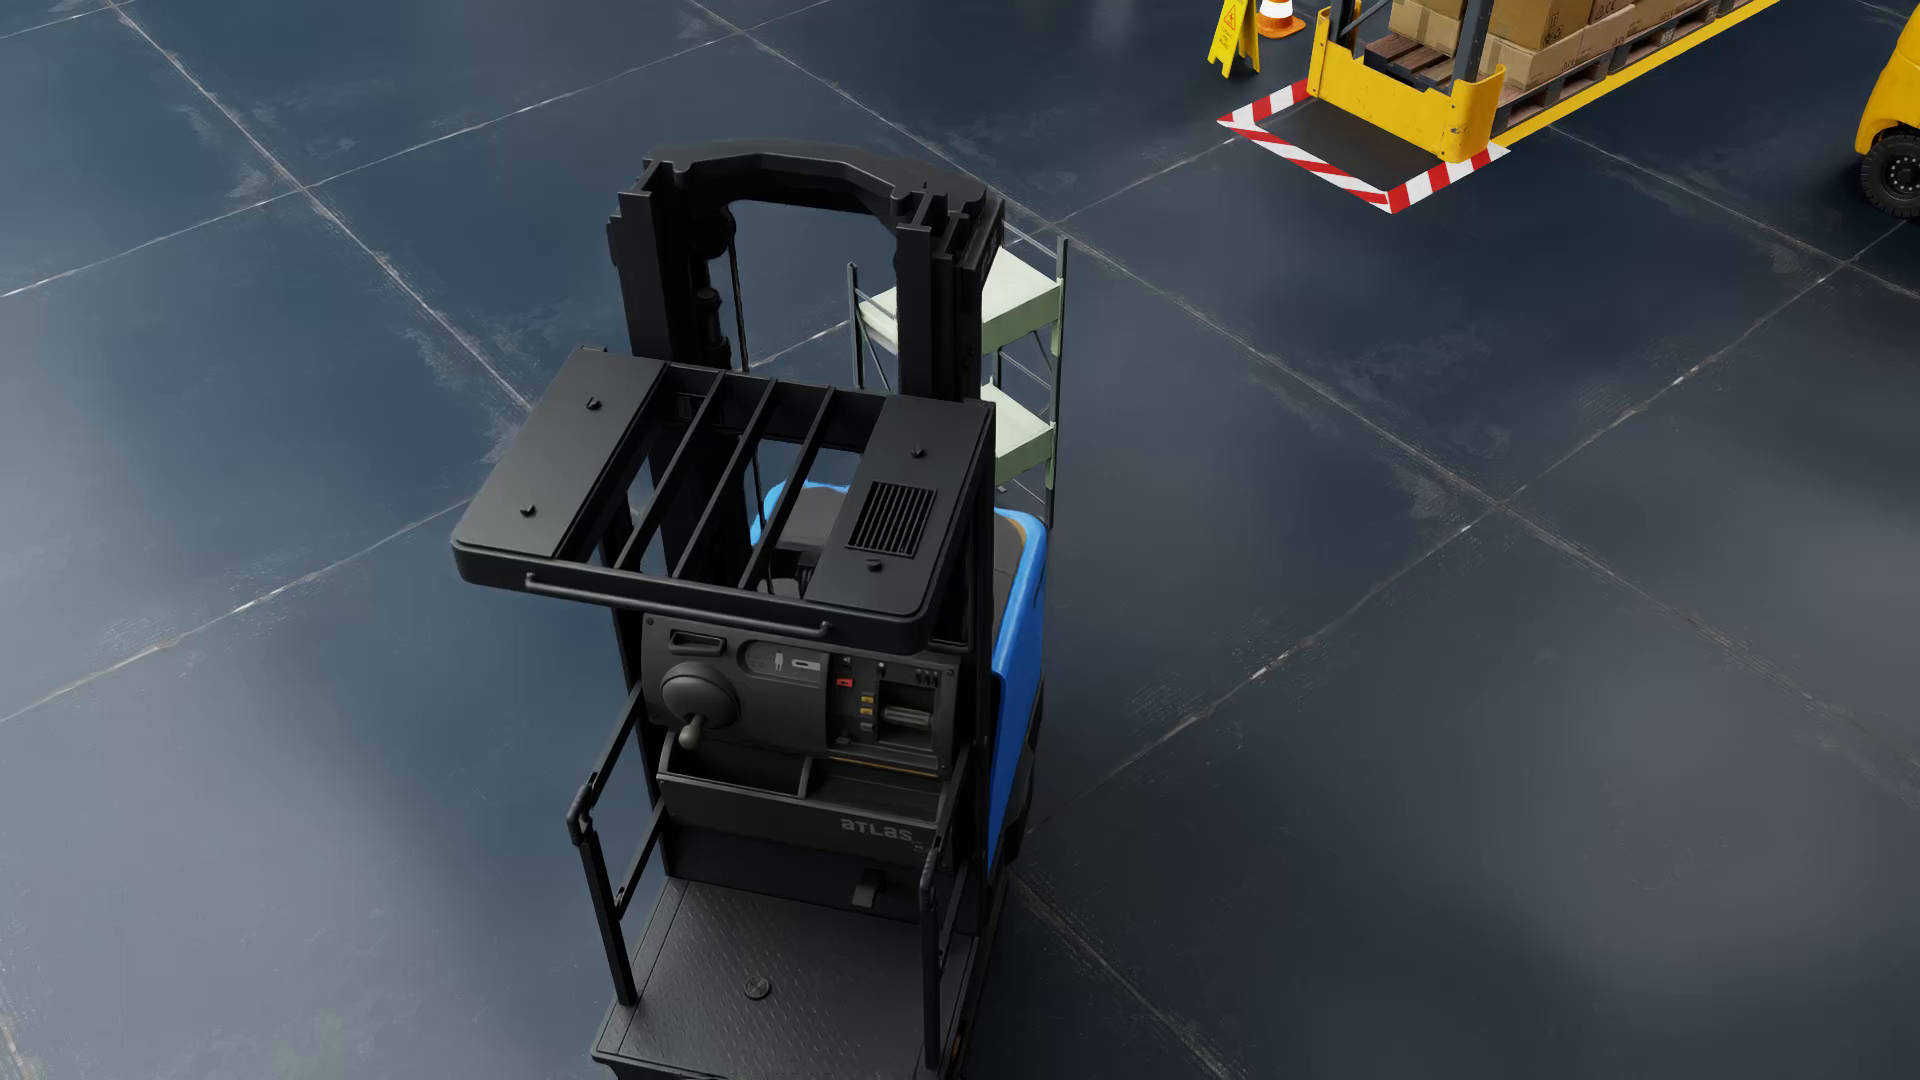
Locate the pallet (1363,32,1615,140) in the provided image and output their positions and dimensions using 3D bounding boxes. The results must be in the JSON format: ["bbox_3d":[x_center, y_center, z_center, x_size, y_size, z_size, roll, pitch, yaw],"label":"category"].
[{"bbox_3d":[3.262,-2.959,10.300,1.213,0.211,1.003,-30,51,-28],"label":"pallet"}]

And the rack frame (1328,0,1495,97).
[{"bbox_3d":[2.557,-3.604,8.949,0.127,3.000,1.000,-30,51,-28],"label":"rack frame"}]

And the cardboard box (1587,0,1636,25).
[{"bbox_3d":[3.770,-3.479,9.971,0.500,0.500,0.500,-32,52,-29],"label":"cardboard box"}]

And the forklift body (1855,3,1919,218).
[{"bbox_3d":[6.029,-2.480,8.373,1.214,2.155,2.313,-30,51,-28],"label":"forklift body"}]

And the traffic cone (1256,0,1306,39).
[{"bbox_3d":[2.060,-3.545,10.740,0.334,0.463,0.336,-30,51,-28],"label":"traffic cone"}]

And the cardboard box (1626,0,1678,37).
[{"bbox_3d":[4.160,-3.430,10.466,0.500,0.250,0.500,-26,49,-25],"label":"cardboard box"}]

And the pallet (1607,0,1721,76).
[{"bbox_3d":[4.197,-3.492,10.867,1.213,0.211,1.003,-30,51,-28],"label":"pallet"}]

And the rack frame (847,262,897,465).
[{"bbox_3d":[-0.286,-0.383,6.616,0.023,1.500,0.400,-30,51,-28],"label":"rack frame"}]

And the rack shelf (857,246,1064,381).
[{"bbox_3d":[-0.005,-0.828,6.520,0.720,0.370,0.431,-30,51,-28],"label":"rack shelf"}]

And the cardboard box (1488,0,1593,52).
[{"bbox_3d":[3.371,-3.248,9.724,0.500,0.500,0.500,-32,52,-29],"label":"cardboard box"}]

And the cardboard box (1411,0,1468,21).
[{"bbox_3d":[3.005,-3.517,10.011,0.500,0.500,0.500,-29,51,-28],"label":"cardboard box"}]

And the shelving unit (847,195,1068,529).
[{"bbox_3d":[-0.005,-0.544,6.787,0.755,1.500,0.431,-30,51,-28],"label":"shelving unit"}]

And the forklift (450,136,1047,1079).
[{"bbox_3d":[-0.507,0.536,4.592,1.130,2.935,3.031,9,44,9],"label":"forklift"}]

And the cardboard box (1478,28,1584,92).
[{"bbox_3d":[3.354,-2.963,9.970,0.500,0.250,0.500,-30,51,-28],"label":"cardboard box"}]

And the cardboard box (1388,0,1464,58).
[{"bbox_3d":[3.023,-3.261,10.287,0.500,0.250,0.500,-30,51,-28],"label":"cardboard box"}]

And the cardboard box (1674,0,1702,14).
[{"bbox_3d":[4.549,-3.650,10.701,0.500,0.250,0.500,-29,50,-27],"label":"cardboard box"}]

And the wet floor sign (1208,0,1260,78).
[{"bbox_3d":[1.725,-3.224,10.265,0.232,0.644,0.267,-14,45,-14],"label":"wet floor sign"}]

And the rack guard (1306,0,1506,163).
[{"bbox_3d":[2.616,-2.726,9.841,0.348,0.500,1.175,-30,51,-28],"label":"rack guard"}]

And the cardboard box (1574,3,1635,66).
[{"bbox_3d":[3.750,-3.184,10.204,0.500,0.250,0.500,-28,50,-27],"label":"cardboard box"}]

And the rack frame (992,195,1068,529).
[{"bbox_3d":[0.276,-0.705,6.958,0.023,1.500,0.400,-30,51,-28],"label":"rack frame"}]

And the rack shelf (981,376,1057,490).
[{"bbox_3d":[-0.005,-0.306,7.010,0.720,0.370,0.431,-30,51,-28],"label":"rack shelf"}]

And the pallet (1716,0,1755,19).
[{"bbox_3d":[5.133,-4.030,11.441,1.213,0.211,1.003,-30,51,-28],"label":"pallet"}]
